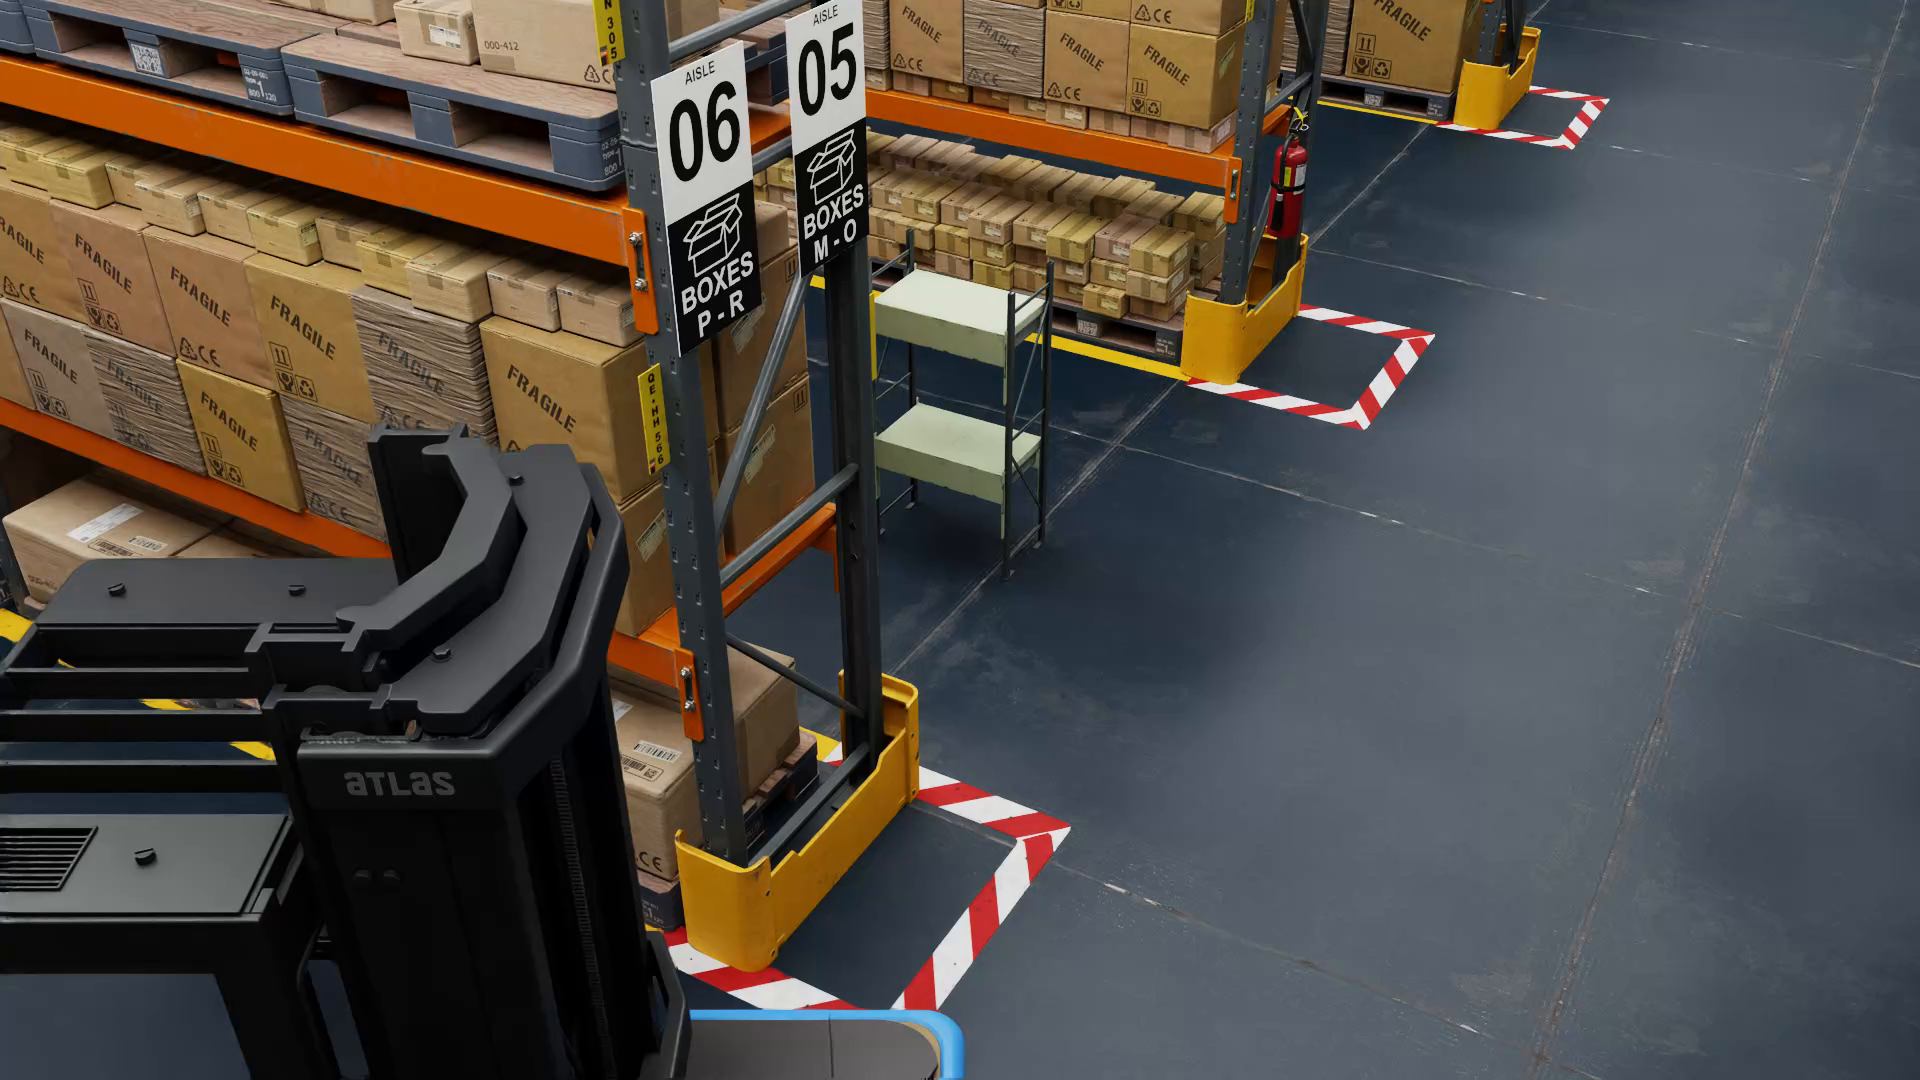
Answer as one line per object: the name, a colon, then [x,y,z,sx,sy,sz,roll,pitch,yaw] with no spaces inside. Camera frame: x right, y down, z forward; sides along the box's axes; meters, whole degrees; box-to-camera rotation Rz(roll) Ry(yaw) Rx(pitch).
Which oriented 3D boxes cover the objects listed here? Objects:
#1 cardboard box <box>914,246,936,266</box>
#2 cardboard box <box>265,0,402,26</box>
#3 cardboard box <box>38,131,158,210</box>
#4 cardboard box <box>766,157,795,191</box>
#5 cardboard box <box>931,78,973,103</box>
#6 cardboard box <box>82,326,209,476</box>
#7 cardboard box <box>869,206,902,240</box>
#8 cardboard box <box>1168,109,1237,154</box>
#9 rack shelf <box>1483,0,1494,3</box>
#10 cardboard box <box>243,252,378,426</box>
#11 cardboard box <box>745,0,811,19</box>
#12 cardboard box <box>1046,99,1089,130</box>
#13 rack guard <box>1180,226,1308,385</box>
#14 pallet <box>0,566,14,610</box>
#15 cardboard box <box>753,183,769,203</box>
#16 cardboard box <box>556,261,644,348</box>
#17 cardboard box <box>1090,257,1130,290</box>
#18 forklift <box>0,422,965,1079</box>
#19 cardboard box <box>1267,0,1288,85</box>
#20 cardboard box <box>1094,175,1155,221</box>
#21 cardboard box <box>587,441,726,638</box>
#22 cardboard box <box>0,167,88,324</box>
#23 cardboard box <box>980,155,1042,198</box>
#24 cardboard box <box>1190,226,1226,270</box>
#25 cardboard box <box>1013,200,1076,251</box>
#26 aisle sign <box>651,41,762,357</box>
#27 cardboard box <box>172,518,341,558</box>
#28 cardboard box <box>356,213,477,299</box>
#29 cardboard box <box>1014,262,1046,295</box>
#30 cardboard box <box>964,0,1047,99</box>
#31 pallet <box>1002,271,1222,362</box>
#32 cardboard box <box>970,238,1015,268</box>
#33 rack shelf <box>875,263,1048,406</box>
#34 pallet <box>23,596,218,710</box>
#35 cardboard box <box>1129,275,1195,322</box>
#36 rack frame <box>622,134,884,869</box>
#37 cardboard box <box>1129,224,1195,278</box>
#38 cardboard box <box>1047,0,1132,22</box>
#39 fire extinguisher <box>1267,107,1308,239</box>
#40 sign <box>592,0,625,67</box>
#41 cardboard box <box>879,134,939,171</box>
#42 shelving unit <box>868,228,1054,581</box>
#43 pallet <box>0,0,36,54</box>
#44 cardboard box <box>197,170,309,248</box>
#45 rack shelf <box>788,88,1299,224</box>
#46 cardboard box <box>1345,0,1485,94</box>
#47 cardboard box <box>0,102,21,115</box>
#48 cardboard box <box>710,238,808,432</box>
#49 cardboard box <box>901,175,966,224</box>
cardboard box: [-0.134,-1.896,10.584,0.250,0.149,0.380,19,38,26]
cardboard box: [-1.874,-1.888,5.285,0.500,0.311,0.500,18,38,25]
cardboard box: [-3.052,-1.343,5.984,0.250,0.149,0.380,16,37,23]
cardboard box: [-1.054,-2.426,10.843,0.250,0.149,0.380,17,37,24]
cardboard box: [0.033,-2.746,9.893,0.250,0.149,0.380,18,38,25]
cardboard box: [-2.931,-0.631,6.402,0.500,0.500,0.500,18,38,25]
cardboard box: [-0.406,-2.055,10.554,0.250,0.149,0.380,17,37,24]
cardboard box: [1.346,-2.284,9.200,0.250,0.149,0.380,18,38,24]
rack shelf: [2.581,-5.044,13.768,4.000,0.370,1.077,18,37,24]
cardboard box: [-2.032,-0.768,5.705,0.500,0.500,0.500,17,37,24]
cardboard box: [-0.966,-3.310,10.156,0.500,0.500,0.500,18,37,24]
cardboard box: [0.690,-2.491,9.511,0.250,0.149,0.380,19,38,26]
rack guard: [1.703,-1.415,9.924,0.348,0.500,1.175,18,37,24]
pallet: [-4.779,-0.140,8.270,1.213,0.211,1.003,18,37,24]
cardboard box: [-1.284,-2.367,11.023,0.250,0.149,0.380,18,38,25]
cardboard box: [-1.010,-0.755,5.100,0.250,0.149,0.380,18,38,25]
cardboard box: [0.969,-1.652,9.950,0.250,0.149,0.380,17,37,23]
forklift: [-1.490,1.194,3.812,3.031,2.935,1.130,0,34,0]
cardboard box: [1.516,-2.857,9.475,0.500,0.500,0.500,19,38,27]
cardboard box: [1.029,-2.127,10.394,0.250,0.149,0.380,17,37,24]
cardboard box: [-1.149,-0.072,5.561,0.500,0.500,0.500,18,38,25]
cardboard box: [-3.343,-1.193,6.344,0.500,0.500,0.500,17,37,24]
cardboard box: [0.330,-2.331,10.700,0.250,0.149,0.380,18,38,25]
cardboard box: [1.442,-1.814,10.193,0.250,0.149,0.380,19,38,26]
cardboard box: [0.513,-1.903,10.058,0.250,0.149,0.380,16,37,23]
aisle sign: [-0.691,-0.938,4.607,0.004,0.787,0.394,18,37,24]
cardboard box: [-2.803,0.237,7.121,0.875,0.438,0.875,16,37,23]
cardboard box: [-1.707,-0.933,5.367,0.250,0.149,0.380,18,38,25]
cardboard box: [0.528,-1.665,10.237,0.250,0.149,0.380,18,38,25]
cardboard box: [0.362,-2.879,9.508,0.500,0.500,0.500,18,38,25]
pallet: [1.015,-1.535,10.365,1.213,0.211,1.003,18,37,24]
cardboard box: [0.261,-1.833,10.221,0.250,0.149,0.380,18,38,25]
rack shelf: [-0.006,-0.951,7.621,0.720,0.370,0.431,18,37,24]
pallet: [-3.451,0.282,7.635,1.213,0.211,1.003,18,37,24]
cardboard box: [1.209,-1.467,9.941,0.250,0.149,0.380,18,38,25]
rack frame: [-0.599,-0.025,5.581,0.127,3.000,1.000,18,37,24]
cardboard box: [1.184,-1.694,9.744,0.250,0.149,0.380,18,38,25]
cardboard box: [0.808,-3.162,9.031,0.500,0.500,0.500,16,37,23]
fire extinguisher: [1.759,-1.956,8.887,0.183,0.674,0.296,18,37,24]
sign: [-0.881,-1.352,4.140,0.005,0.325,0.100,18,37,24]
cardboard box: [-0.337,-2.543,11.019,0.250,0.149,0.380,16,37,22]
shelving unit: [-0.006,-0.626,7.837,0.755,1.500,0.431,18,37,24]
pallet: [-3.367,-2.107,6.081,1.213,0.211,1.003,18,37,24]
cardboard box: [-2.364,-1.161,5.709,0.250,0.149,0.380,19,38,26]
rack shelf: [0.033,-2.685,10.225,4.000,0.370,1.077,18,37,24]
cardboard box: [3.723,-4.222,13.422,0.875,0.875,0.875,18,37,24]
cardboard box: [-3.696,-1.578,6.336,0.250,0.149,0.380,18,38,25]
cardboard box: [-0.875,-0.752,5.680,0.500,0.500,0.500,17,37,23]
cardboard box: [-0.163,-2.134,10.405,0.250,0.149,0.380,18,38,25]
